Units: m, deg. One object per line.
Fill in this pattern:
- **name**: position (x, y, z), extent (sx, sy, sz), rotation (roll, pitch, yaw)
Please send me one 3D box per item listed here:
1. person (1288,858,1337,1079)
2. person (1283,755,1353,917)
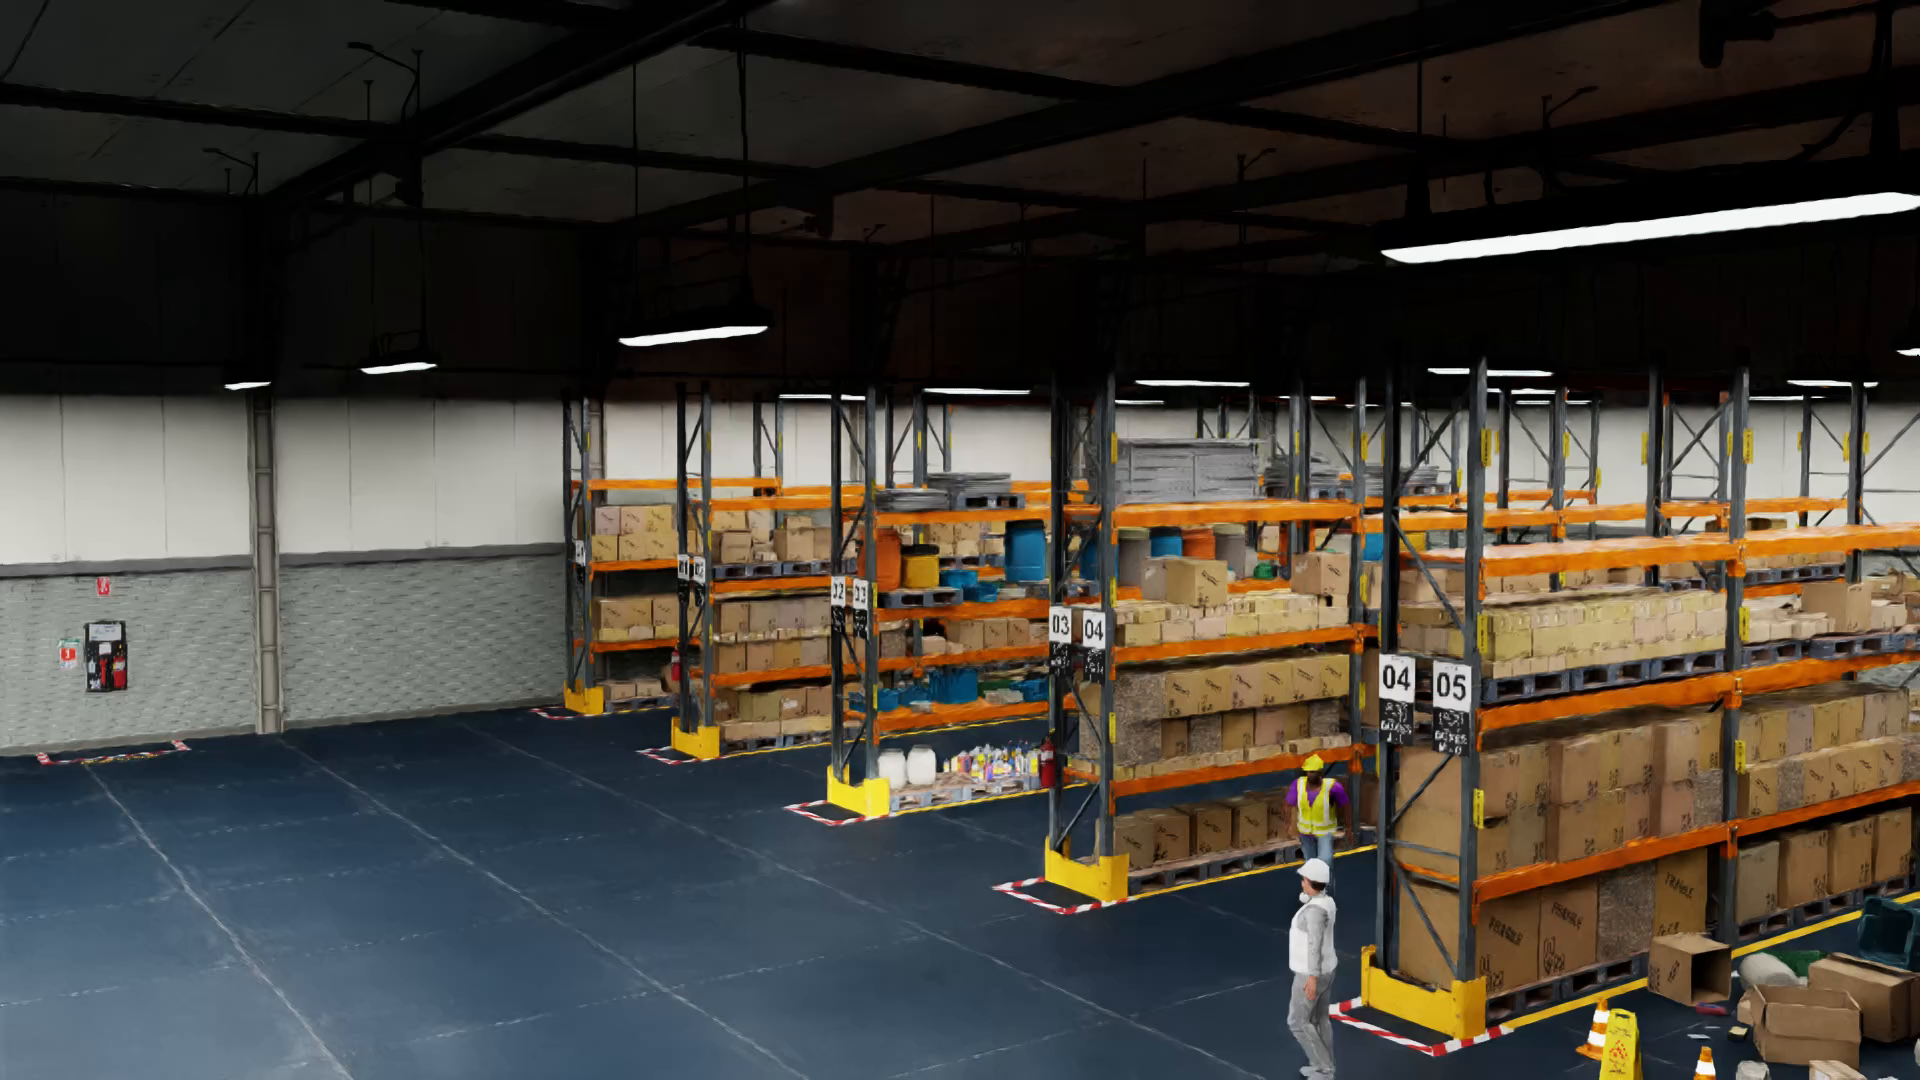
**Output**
- **person**: position (2.816, 3.419, 13.217), extent (0.390, 1.767, 0.629), rotation (2, 4, 24)
- **person**: position (3.862, 3.149, 17.970), extent (0.702, 1.698, 0.801), rotation (3, 4, 35)
